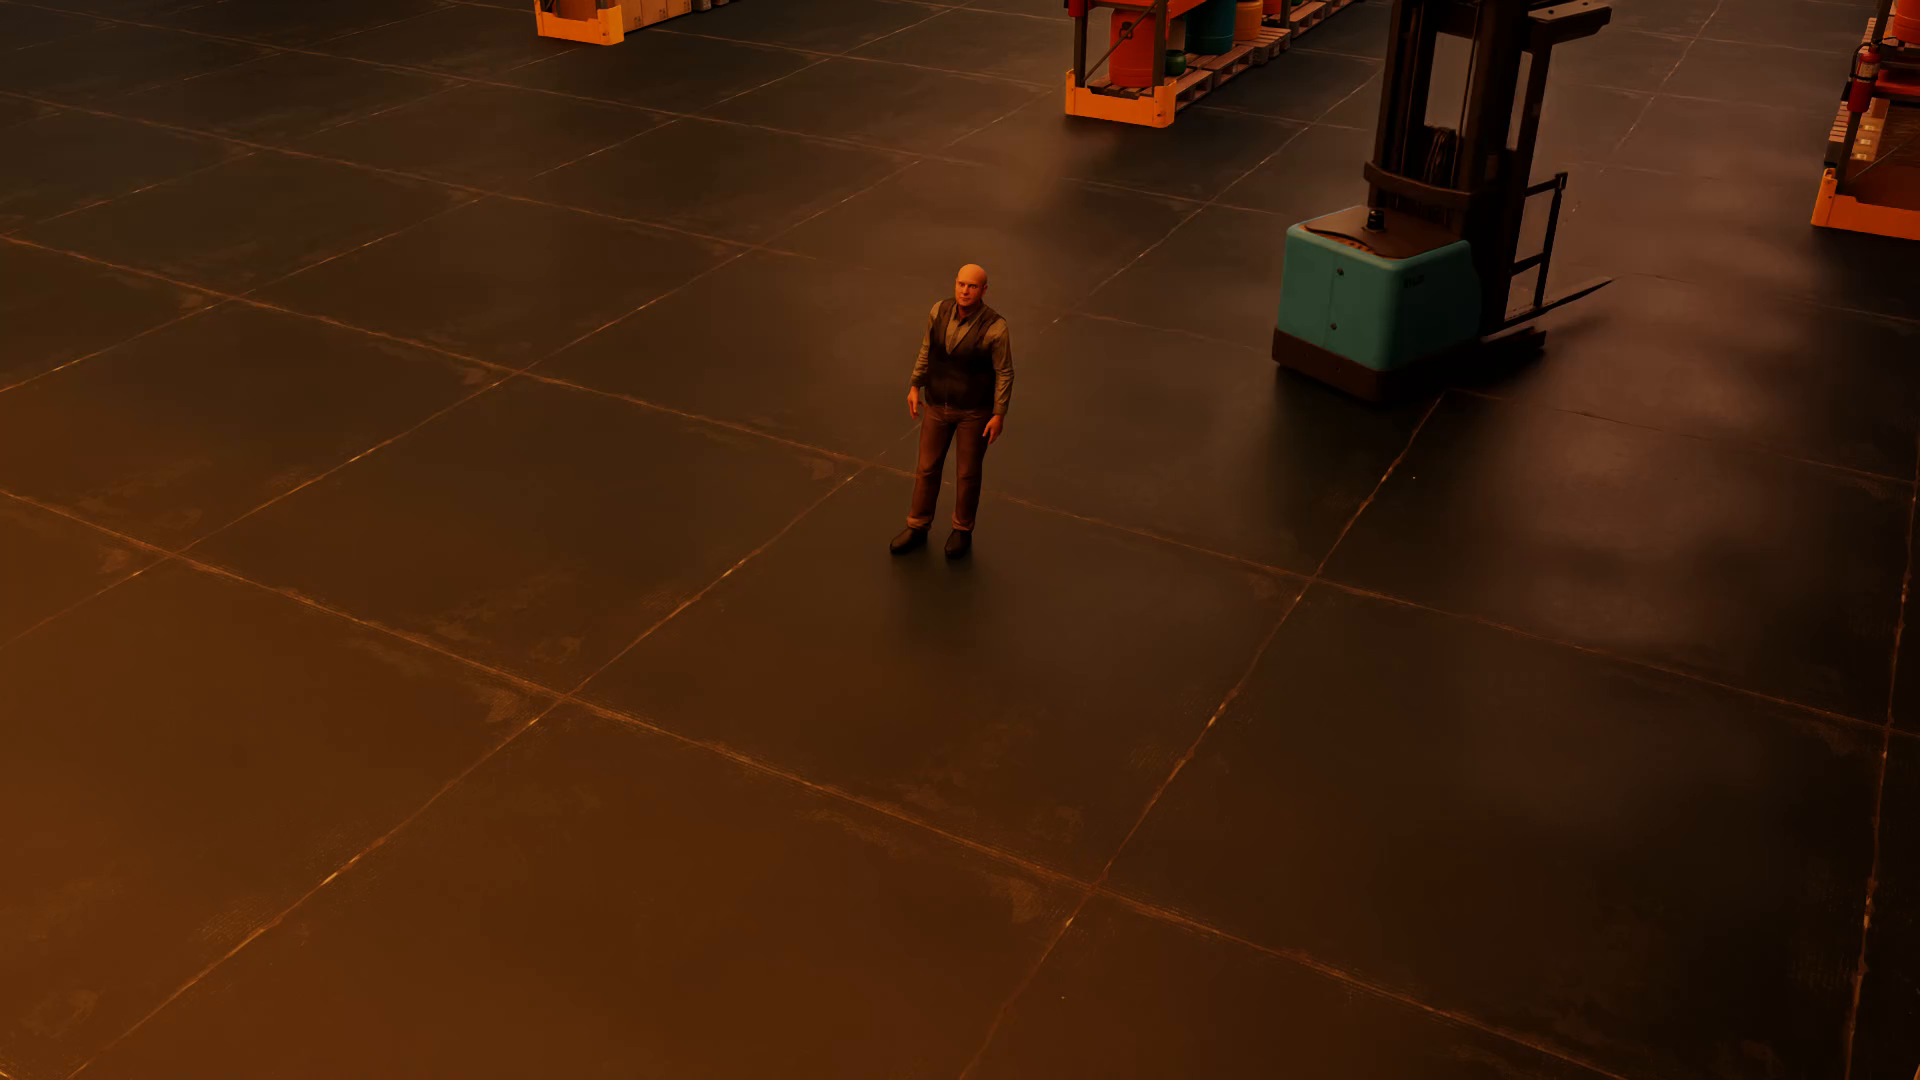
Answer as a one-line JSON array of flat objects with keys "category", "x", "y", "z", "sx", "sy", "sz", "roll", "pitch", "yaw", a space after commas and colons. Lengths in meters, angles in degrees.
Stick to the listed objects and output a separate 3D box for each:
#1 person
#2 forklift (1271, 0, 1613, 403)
[{"category": "person", "x": -0.037, "y": -0.727, "z": 9.525, "sx": 0.632, "sy": 1.720, "sz": 0.568, "roll": 15, "pitch": 33, "yaw": 25}, {"category": "forklift", "x": 3.756, "y": -2.808, "z": 11.935, "sx": 3.031, "sy": 2.935, "sz": 1.130, "roll": -21, "pitch": 36, "yaw": -32}]
